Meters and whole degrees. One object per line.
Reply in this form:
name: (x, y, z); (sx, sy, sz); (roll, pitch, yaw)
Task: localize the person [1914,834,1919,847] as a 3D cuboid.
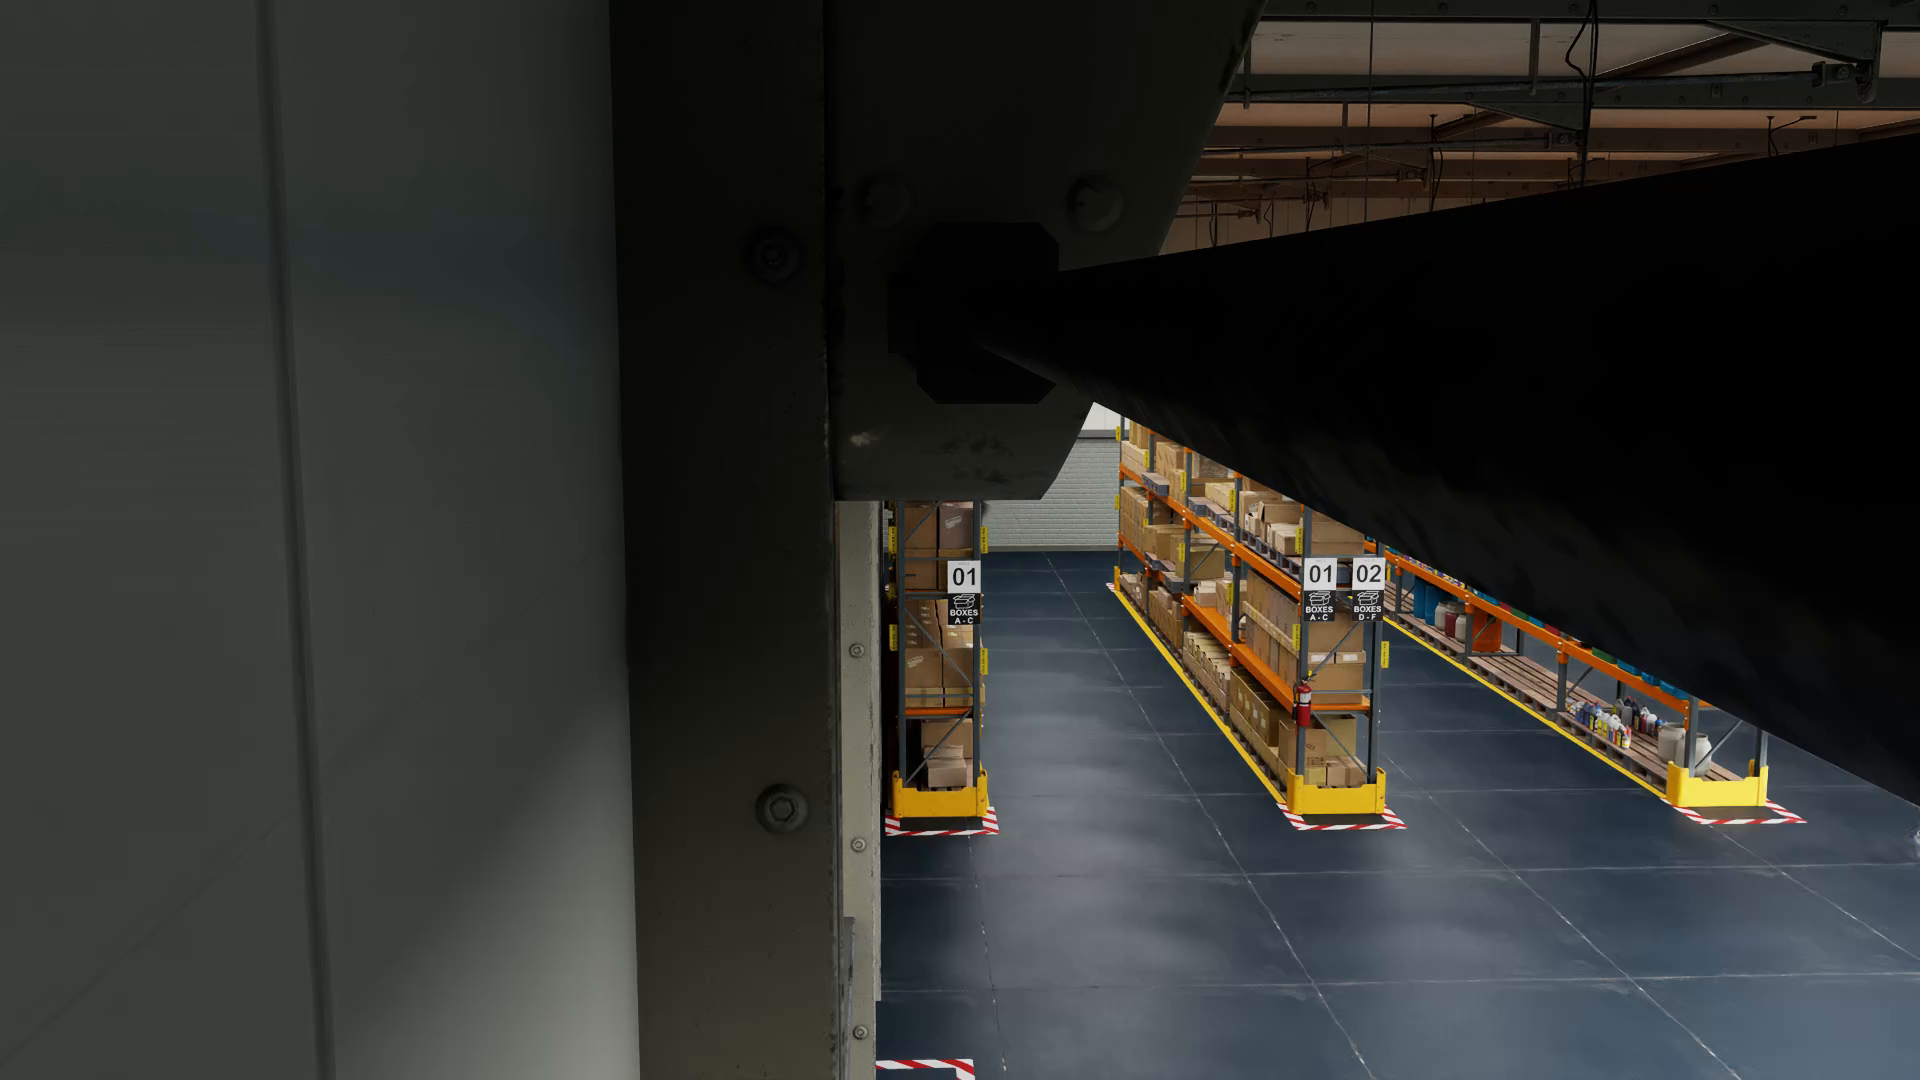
person: (11.192, 2.851, 18.571); (0.859, 1.702, 0.625); (5, 9, 30)
